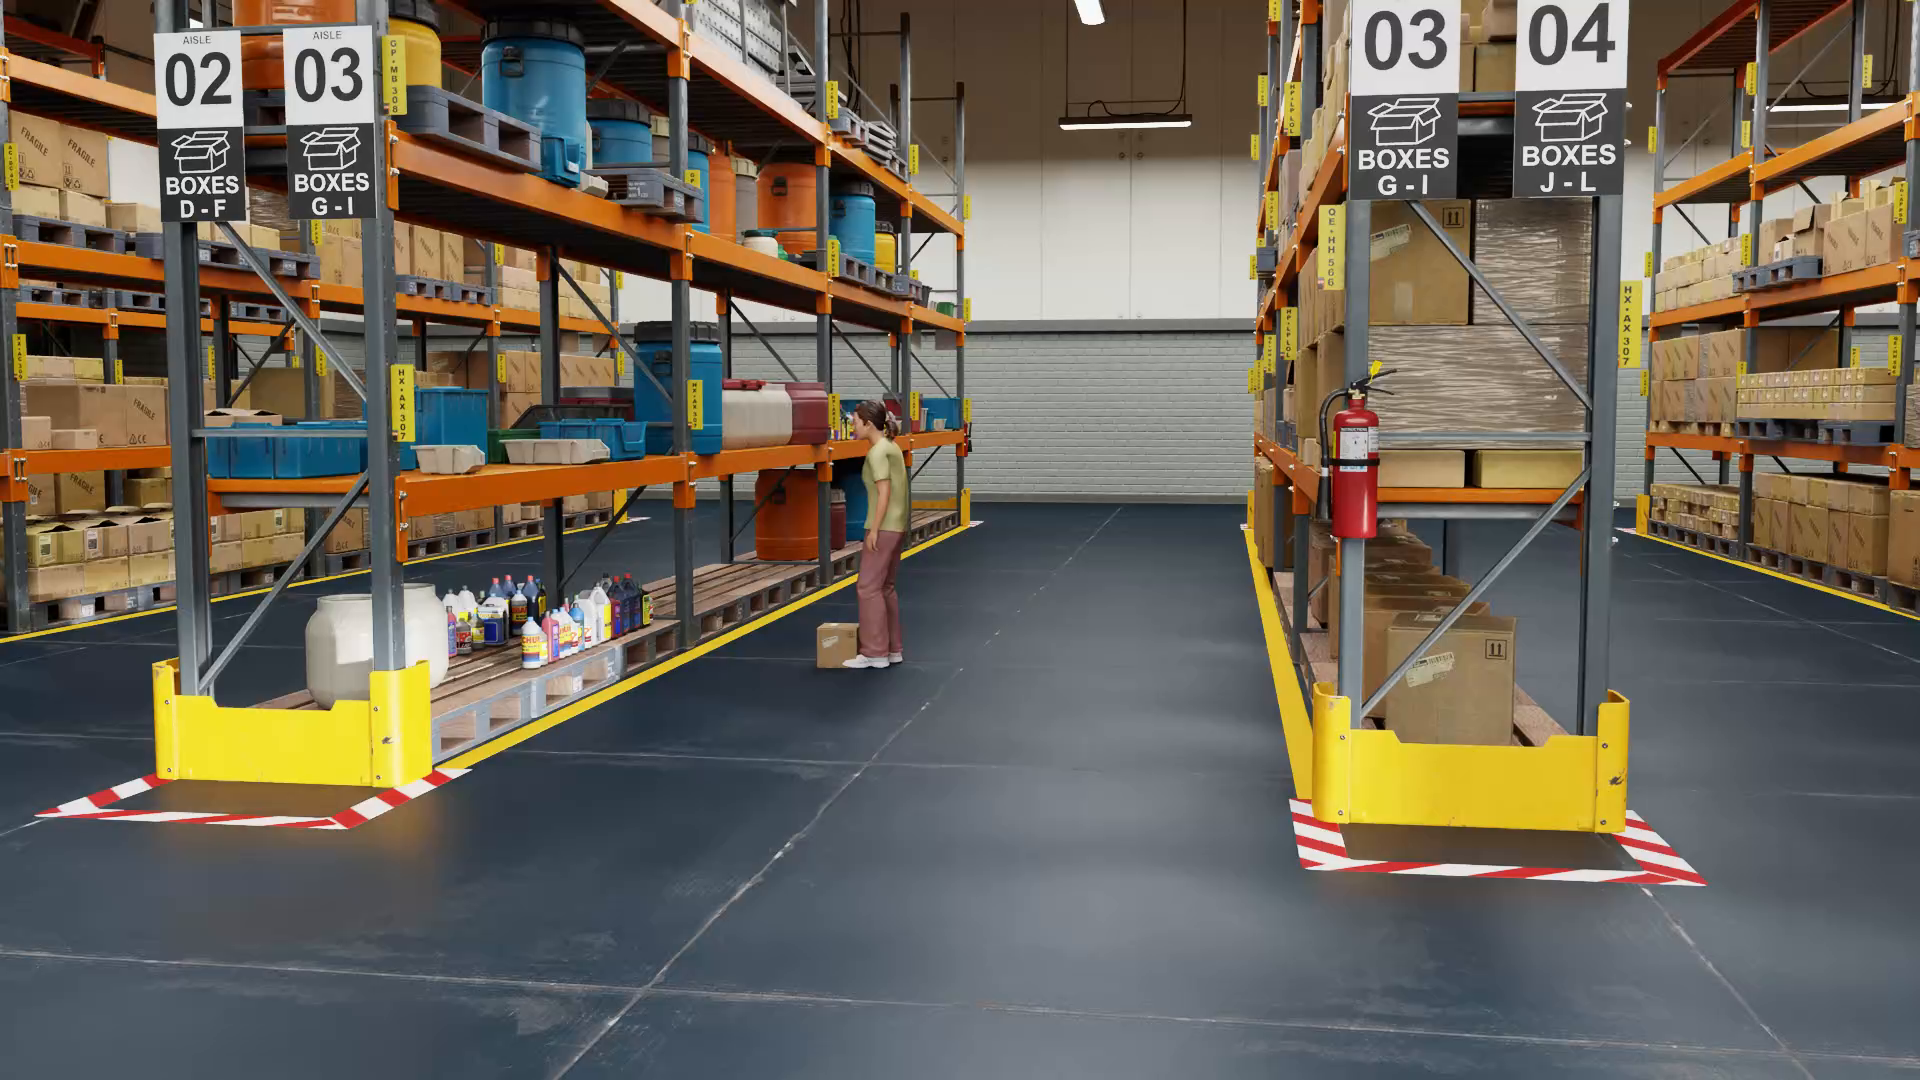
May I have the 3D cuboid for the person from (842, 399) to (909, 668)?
[{"bbox_3d":[-0.531,-0.043,10.405,0.412,1.672,0.496,1,5,8],"label":"person"}]
